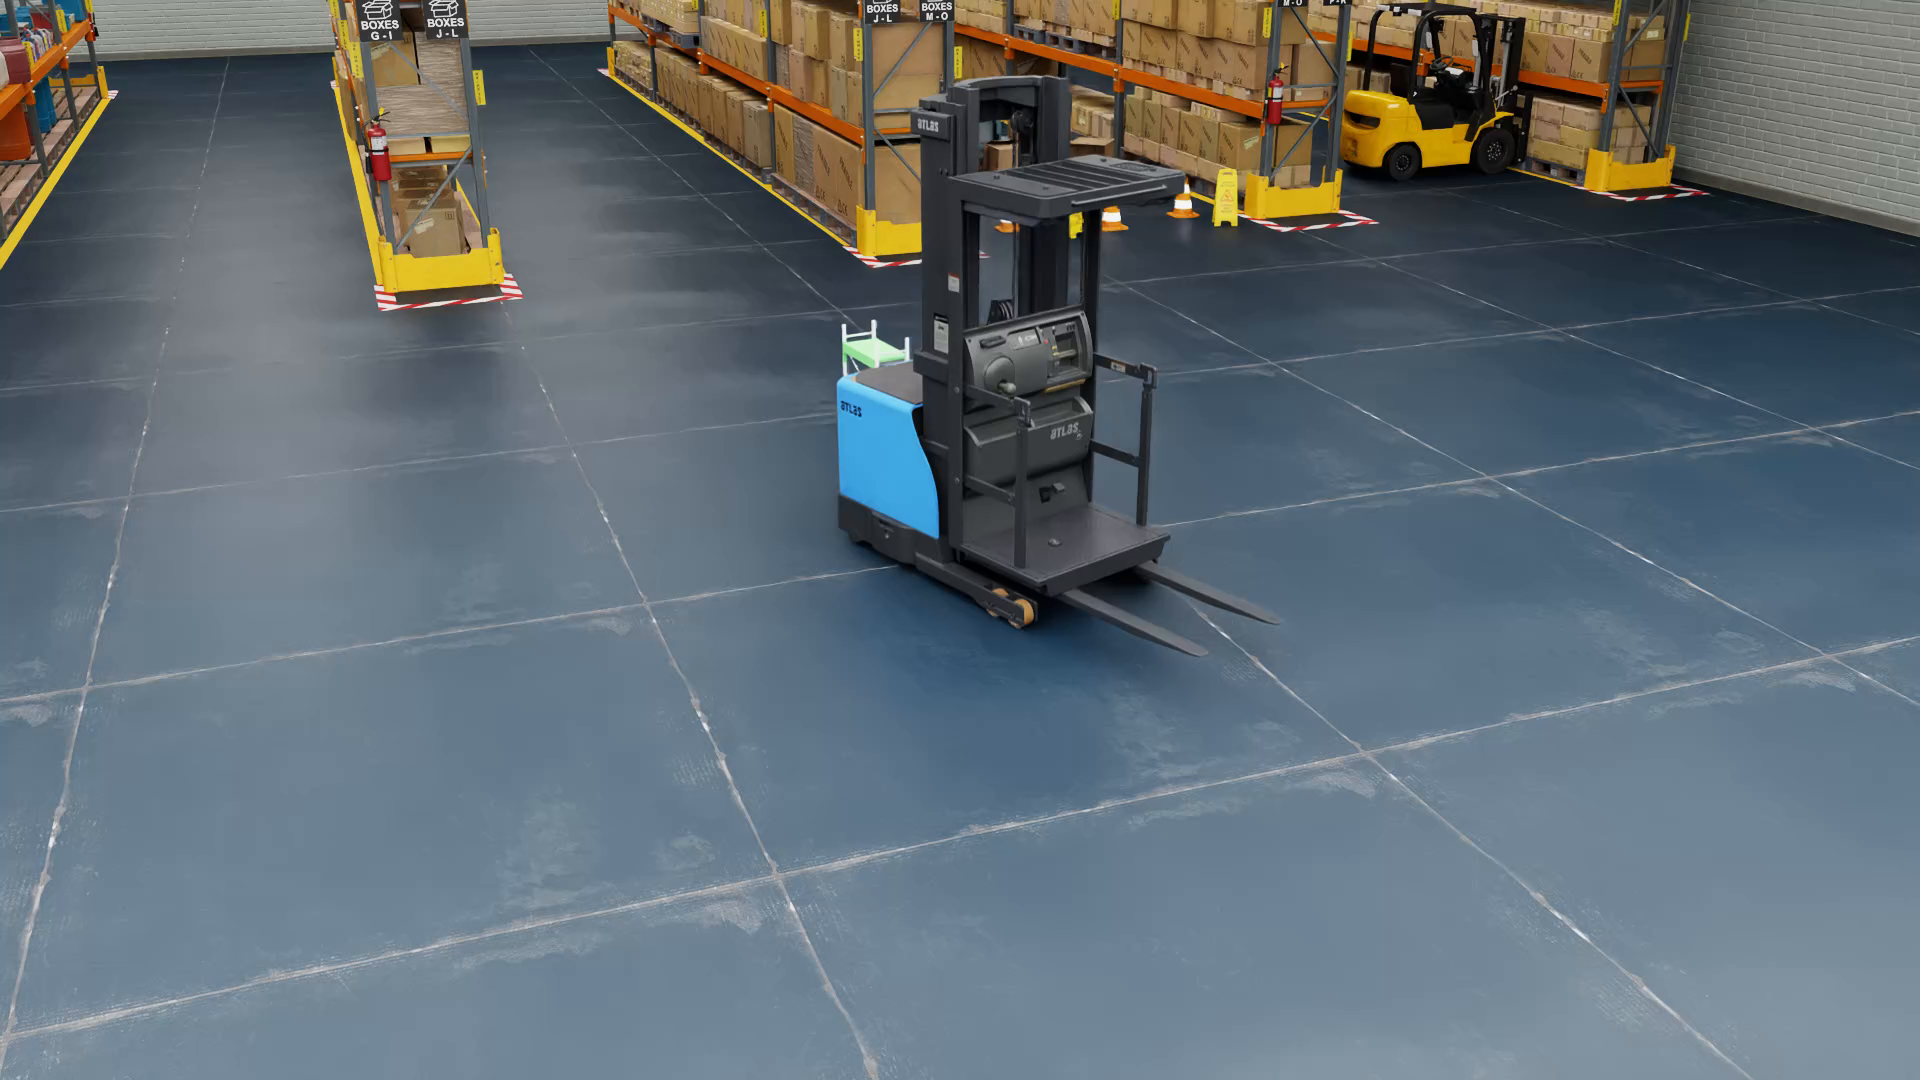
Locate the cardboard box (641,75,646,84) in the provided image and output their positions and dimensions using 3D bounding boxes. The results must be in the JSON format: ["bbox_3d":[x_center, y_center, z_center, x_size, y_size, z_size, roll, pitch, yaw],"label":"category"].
[{"bbox_3d":[-5.412,-8.131,29.311,0.380,0.149,0.250,-9,25,-21],"label":"cardboard box"}]

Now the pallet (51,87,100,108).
[{"bbox_3d":[-15.255,-7.503,28.280,1.003,0.211,1.213,-8,24,-19],"label":"pallet"}]

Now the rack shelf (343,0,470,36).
[{"bbox_3d":[-5.931,-5.736,17.562,1.077,0.370,4.000,-8,24,-19],"label":"rack shelf"}]

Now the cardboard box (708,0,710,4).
[{"bbox_3d":[-3.727,-8.437,25.923,0.380,0.149,0.250,-7,24,-17],"label":"cardboard box"}]

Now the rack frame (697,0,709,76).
[{"bbox_3d":[-3.374,-7.509,24.705,1.000,3.000,0.127,-8,24,-19],"label":"rack frame"}]

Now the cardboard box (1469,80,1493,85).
[{"bbox_3d":[7.325,-6.436,23.869,0.500,0.250,0.500,-8,24,-19],"label":"cardboard box"}]

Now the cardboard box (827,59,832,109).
[{"bbox_3d":[-1.017,-5.218,19.075,0.875,0.550,0.550,-8,24,-19],"label":"cardboard box"}]

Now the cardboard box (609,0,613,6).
[{"bbox_3d":[-6.393,-10.138,31.264,0.380,0.149,0.250,-9,24,-19],"label":"cardboard box"}]

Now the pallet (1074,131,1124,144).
[{"bbox_3d":[2.358,-5.770,24.167,1.003,0.211,1.213,-8,24,-19],"label":"pallet"}]

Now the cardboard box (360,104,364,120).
[{"bbox_3d":[-6.505,-4.811,18.627,0.380,0.149,0.250,-8,24,-19],"label":"cardboard box"}]

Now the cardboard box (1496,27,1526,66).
[{"bbox_3d":[7.726,-6.747,22.767,0.500,0.500,0.500,-8,24,-19],"label":"cardboard box"}]

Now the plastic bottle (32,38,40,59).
[{"bbox_3d":[-13.094,-6.960,23.551,0.061,0.283,0.133,-8,24,-19],"label":"plastic bottle"}]

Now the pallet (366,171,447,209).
[{"bbox_3d":[-6.913,-4.410,20.941,1.003,0.211,1.213,-8,24,-19],"label":"pallet"}]

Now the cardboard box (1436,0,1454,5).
[{"bbox_3d":[7.111,-7.780,24.000,0.380,0.149,0.250,-8,24,-18],"label":"cardboard box"}]

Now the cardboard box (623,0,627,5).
[{"bbox_3d":[-5.740,-9.843,29.730,0.500,0.500,0.500,-9,24,-20],"label":"cardboard box"}]

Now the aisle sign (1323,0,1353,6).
[{"bbox_3d":[4.359,-6.537,19.049,0.394,0.787,0.004,-8,24,-19],"label":"aisle sign"}]

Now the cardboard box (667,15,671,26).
[{"bbox_3d":[-4.337,-8.076,25.832,0.380,0.149,0.250,-9,25,-21],"label":"cardboard box"}]

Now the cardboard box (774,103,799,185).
[{"bbox_3d":[-1.804,-5.032,21.023,0.875,0.875,0.875,-8,24,-18],"label":"cardboard box"}]

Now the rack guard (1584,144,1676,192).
[{"bbox_3d":[8.698,-4.840,21.591,1.175,0.500,0.348,-8,24,-19],"label":"rack guard"}]

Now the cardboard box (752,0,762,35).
[{"bbox_3d":[-2.326,-6.929,21.912,0.700,0.500,0.500,-9,24,-20],"label":"cardboard box"}]

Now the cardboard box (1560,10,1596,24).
[{"bbox_3d":[8.113,-6.862,21.821,0.380,0.149,0.250,-8,24,-19],"label":"cardboard box"}]

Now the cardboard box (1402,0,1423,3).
[{"bbox_3d":[6.840,-7.984,24.868,0.380,0.149,0.250,-9,24,-20],"label":"cardboard box"}]

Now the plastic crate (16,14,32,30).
[{"bbox_3d":[-15.159,-8.321,26.769,0.416,0.233,0.300,-8,24,-19],"label":"plastic crate"}]

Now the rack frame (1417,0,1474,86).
[{"bbox_3d":[7.276,-7.454,24.574,1.000,3.000,0.127,-8,24,-19],"label":"rack frame"}]

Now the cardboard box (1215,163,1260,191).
[{"bbox_3d":[3.501,-4.511,20.589,0.500,0.250,0.500,-8,24,-19],"label":"cardboard box"}]

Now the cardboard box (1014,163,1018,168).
[{"bbox_3d":[1.058,-4.459,20.682,0.637,0.503,0.797,12,26,27],"label":"cardboard box"}]

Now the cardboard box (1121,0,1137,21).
[{"bbox_3d":[2.587,-7.226,22.234,0.700,0.500,0.500,-9,24,-20],"label":"cardboard box"}]

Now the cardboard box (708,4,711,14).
[{"bbox_3d":[-3.729,-8.305,25.991,0.380,0.149,0.250,-8,24,-19],"label":"cardboard box"}]

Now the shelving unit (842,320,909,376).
[{"bbox_3d":[-0.558,-0.818,11.145,0.258,1.200,0.503,-12,26,-27],"label":"shelving unit"}]

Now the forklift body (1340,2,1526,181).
[{"bbox_3d":[6.313,-6.049,22.331,2.313,2.155,1.214,-8,24,-19],"label":"forklift body"}]

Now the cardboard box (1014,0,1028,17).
[{"bbox_3d":[1.163,-8.407,25.781,0.500,0.500,0.500,-9,24,-20],"label":"cardboard box"}]

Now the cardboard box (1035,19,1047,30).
[{"bbox_3d":[1.362,-7.844,25.280,0.380,0.149,0.250,-8,24,-19],"label":"cardboard box"}]

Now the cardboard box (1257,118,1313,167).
[{"bbox_3d":[4.012,-4.930,20.619,0.500,0.500,0.500,-9,25,-21],"label":"cardboard box"}]

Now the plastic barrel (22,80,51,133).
[{"bbox_3d":[-13.670,-6.409,24.254,0.600,0.901,0.708,-8,24,-19],"label":"plastic barrel"}]

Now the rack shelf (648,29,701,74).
[{"bbox_3d":[-4.081,-7.905,26.569,1.077,0.370,4.000,-8,24,-19],"label":"rack shelf"}]

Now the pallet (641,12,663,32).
[{"bbox_3d":[-4.653,-8.577,27.484,1.003,0.211,1.213,-8,24,-19],"label":"pallet"}]

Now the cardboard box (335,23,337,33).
[{"bbox_3d":[-9.877,-8.269,26.831,0.380,0.149,0.250,-8,24,-19],"label":"cardboard box"}]

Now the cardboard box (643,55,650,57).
[{"bbox_3d":[-5.397,-8.492,29.400,0.380,0.149,0.250,-8,24,-17],"label":"cardboard box"}]

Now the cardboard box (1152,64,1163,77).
[{"bbox_3d":[2.760,-6.226,21.983,0.380,0.149,0.250,-8,24,-17],"label":"cardboard box"}]

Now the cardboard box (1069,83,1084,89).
[{"bbox_3d":[1.411,-7.001,26.342,0.950,0.372,0.625,-10,25,-23],"label":"cardboard box"}]

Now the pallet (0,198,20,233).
[{"bbox_3d":[-11.584,-3.728,19.323,1.003,0.211,1.213,-8,24,-19],"label":"pallet"}]

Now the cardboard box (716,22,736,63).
[{"bbox_3d":[-3.108,-6.988,23.338,0.500,0.500,0.500,-8,24,-19],"label":"cardboard box"}]

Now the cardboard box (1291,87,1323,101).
[{"bbox_3d":[4.121,-5.355,19.916,0.380,0.149,0.250,-8,24,-19],"label":"cardboard box"}]

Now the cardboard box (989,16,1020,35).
[{"bbox_3d":[0.799,-8.304,26.784,0.500,0.250,0.500,-9,25,-21],"label":"cardboard box"}]

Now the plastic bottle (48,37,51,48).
[{"bbox_3d":[-13.589,-7.411,24.726,0.097,0.201,0.097,0,23,0],"label":"plastic bottle"}]

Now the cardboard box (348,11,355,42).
[{"bbox_3d":[-6.362,-5.495,18.125,0.500,0.500,0.500,-8,24,-19],"label":"cardboard box"}]

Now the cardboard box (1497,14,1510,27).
[{"bbox_3d":[7.568,-7.178,22.955,0.380,0.149,0.250,-9,25,-21],"label":"cardboard box"}]

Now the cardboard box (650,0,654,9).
[{"bbox_3d":[-4.801,-8.689,26.904,0.380,0.149,0.250,-9,25,-21],"label":"cardboard box"}]

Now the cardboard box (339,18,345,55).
[{"bbox_3d":[-8.627,-7.239,23.934,0.500,0.500,0.500,-9,24,-19],"label":"cardboard box"}]

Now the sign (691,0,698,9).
[{"bbox_3d":[-3.879,-7.929,24.311,0.100,0.325,0.005,-8,24,-19],"label":"sign"}]

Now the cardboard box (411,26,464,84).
[{"bbox_3d":[-5.163,-4.840,16.572,0.500,0.500,0.500,-8,24,-19],"label":"cardboard box"}]

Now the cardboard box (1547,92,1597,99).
[{"bbox_3d":[8.350,-5.953,22.724,0.500,0.250,0.500,-9,24,-19],"label":"cardboard box"}]

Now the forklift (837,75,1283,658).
[{"bbox_3d":[0.546,-1.065,9.504,1.130,2.935,3.031,-18,29,-36],"label":"forklift"}]

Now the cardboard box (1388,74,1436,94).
[{"bbox_3d":[7.081,-6.742,25.400,0.875,0.625,0.625,-7,24,-17],"label":"cardboard box"}]

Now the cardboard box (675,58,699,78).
[{"bbox_3d":[-4.215,-7.478,26.342,0.500,0.250,0.500,-8,24,-18],"label":"cardboard box"}]

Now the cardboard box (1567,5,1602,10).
[{"bbox_3d":[8.413,-7.121,22.437,0.380,0.149,0.250,-9,24,-20],"label":"cardboard box"}]

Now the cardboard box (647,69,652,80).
[{"bbox_3d":[-5.196,-8.051,28.736,0.380,0.149,0.250,-8,24,-18],"label":"cardboard box"}]

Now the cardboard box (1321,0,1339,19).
[{"bbox_3d":[6.135,-8.500,26.603,0.500,0.250,0.500,-9,24,-20],"label":"cardboard box"}]
